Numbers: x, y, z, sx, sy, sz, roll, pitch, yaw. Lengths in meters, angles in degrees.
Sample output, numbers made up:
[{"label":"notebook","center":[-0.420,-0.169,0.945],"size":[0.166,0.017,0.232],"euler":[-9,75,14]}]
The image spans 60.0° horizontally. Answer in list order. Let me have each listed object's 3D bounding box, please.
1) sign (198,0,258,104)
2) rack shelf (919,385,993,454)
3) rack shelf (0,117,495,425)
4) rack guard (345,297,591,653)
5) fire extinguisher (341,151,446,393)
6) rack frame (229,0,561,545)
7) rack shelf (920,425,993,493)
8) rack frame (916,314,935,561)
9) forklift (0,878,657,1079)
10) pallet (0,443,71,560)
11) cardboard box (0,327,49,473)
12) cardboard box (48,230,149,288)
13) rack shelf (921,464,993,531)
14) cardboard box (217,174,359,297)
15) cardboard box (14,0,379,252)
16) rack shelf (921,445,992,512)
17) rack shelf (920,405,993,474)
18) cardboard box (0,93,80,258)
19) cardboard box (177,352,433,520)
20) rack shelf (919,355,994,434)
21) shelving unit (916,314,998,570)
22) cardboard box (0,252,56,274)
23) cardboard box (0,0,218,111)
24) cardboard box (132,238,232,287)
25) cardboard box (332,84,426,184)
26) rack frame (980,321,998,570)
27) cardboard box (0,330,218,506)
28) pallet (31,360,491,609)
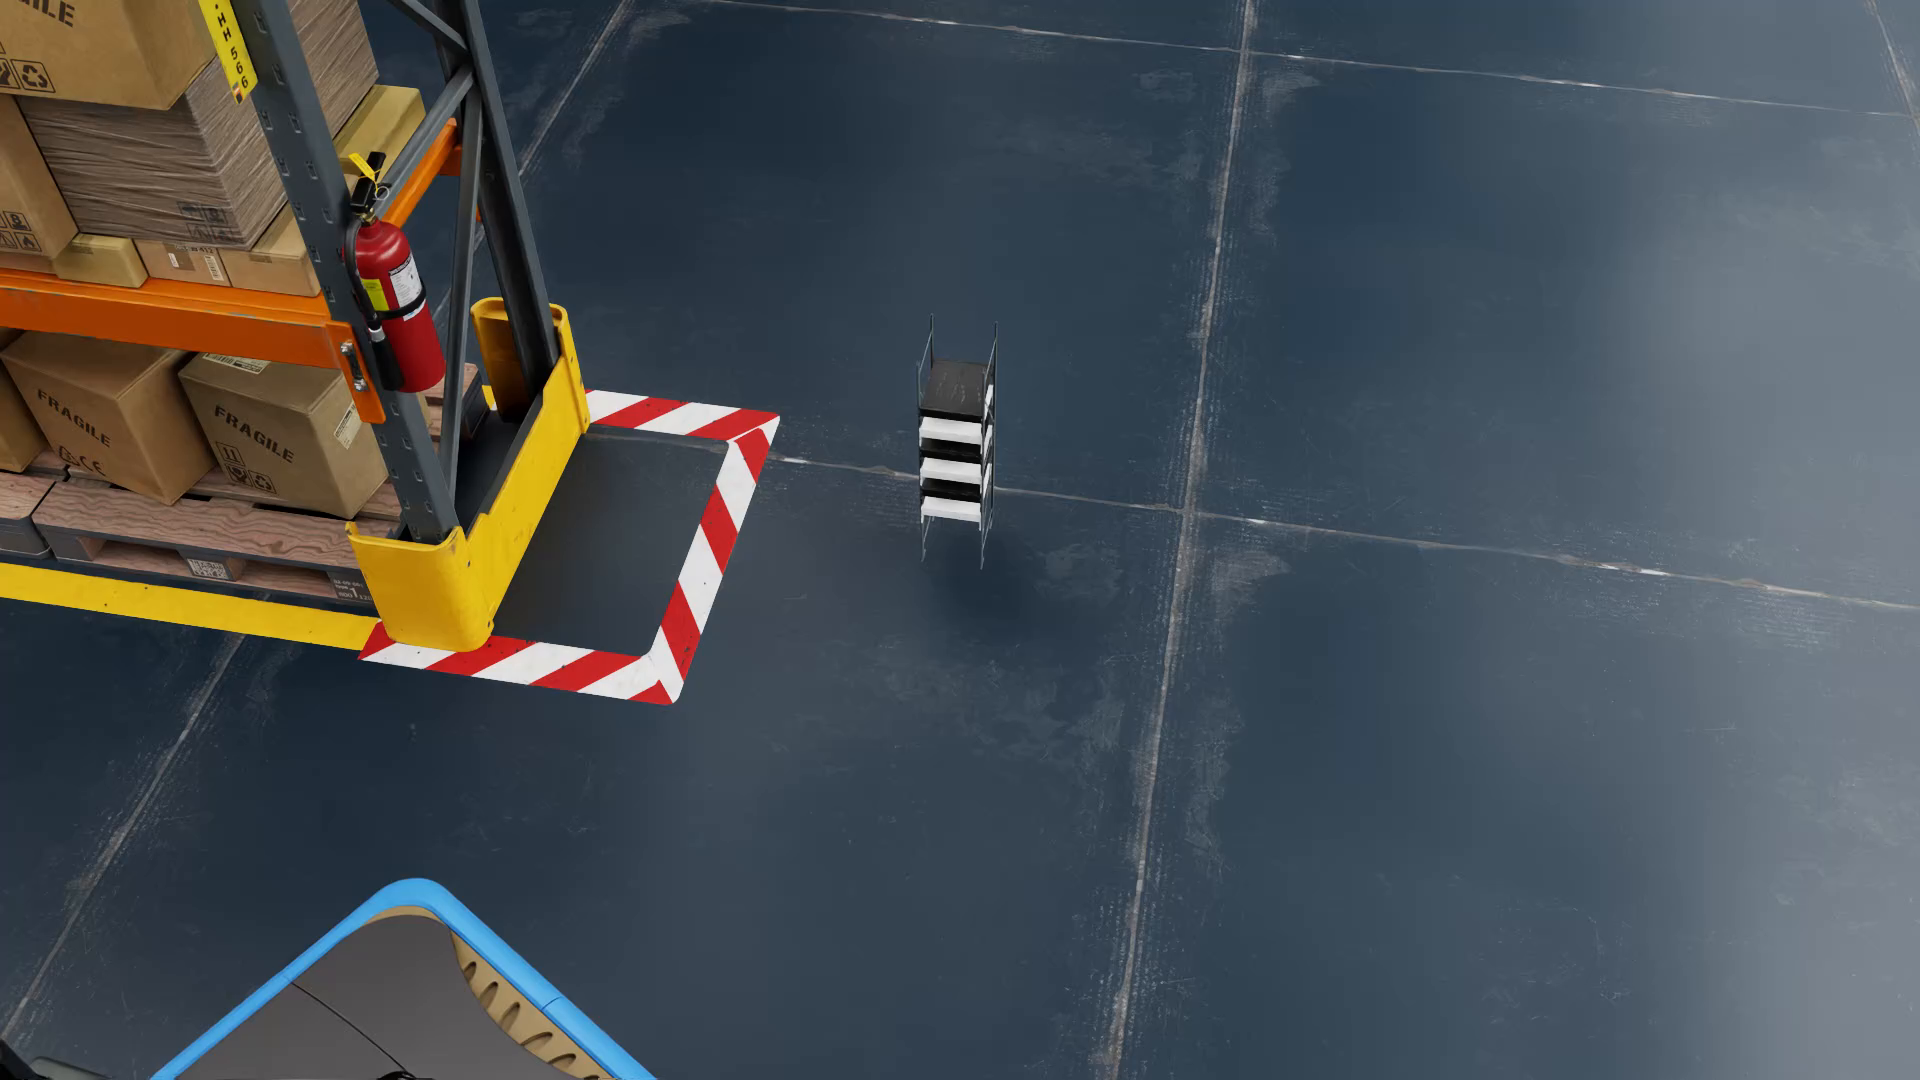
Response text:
[{"label":"sign","center":[-1.672,-1.158,3.783],"size":[0.005,0.325,0.100],"euler":[8,49,7]},{"label":"rack shelf","center":[-0.008,-0.400,5.307],"size":[0.200,0.077,0.258],"euler":[8,49,7]},{"label":"rack shelf","center":[-3.522,-1.093,5.199],"size":[4.000,0.370,1.077],"euler":[8,49,7]},{"label":"rack guard","center":[-1.628,-0.243,5.633],"size":[0.348,0.500,1.175],"euler":[8,49,7]},{"label":"fire extinguisher","center":[-1.523,-0.691,4.406],"size":[0.183,0.674,0.296],"euler":[8,49,7]},{"label":"rack frame","center":[-1.553,-1.069,4.694],"size":[0.127,3.000,1.000],"euler":[8,49,7]},{"label":"rack shelf","center":[-0.008,-0.280,5.441],"size":[0.200,0.077,0.258],"euler":[8,49,7]},{"label":"rack frame","center":[-0.108,-0.315,5.428],"size":[0.006,0.900,0.240],"euler":[8,49,7]},{"label":"forklift","center":[-1.794,1.528,2.407],"size":[1.130,2.935,3.031],"euler":[32,56,26]},{"label":"pallet","center":[-3.618,-0.443,6.006],"size":[1.213,0.211,1.003],"euler":[8,49,7]},{"label":"cardboard box","center":[-3.372,-0.619,5.688],"size":[0.500,0.500,0.500],"euler":[12,49,10]},{"label":"cardboard box","center":[-2.372,-0.900,4.711],"size":[0.250,0.149,0.380],"euler":[8,49,7]},{"label":"rack shelf","center":[-0.008,-0.159,5.575],"size":[0.200,0.077,0.258],"euler":[8,49,7]},{"label":"cardboard box","center":[-1.871,-0.871,4.685],"size":[0.250,0.149,0.380],"euler":[8,49,7]},{"label":"cardboard box","center":[-2.090,-1.295,4.629],"size":[0.500,0.500,0.875],"euler":[8,49,7]},{"label":"rack shelf","center":[-0.008,-0.219,5.508],"size":[0.200,0.077,0.258],"euler":[8,49,7]},{"label":"rack shelf","center":[-0.008,-0.340,5.374],"size":[0.200,0.077,0.258],"euler":[8,49,7]},{"label":"cardboard box","center":[-2.603,-1.273,4.610],"size":[0.500,0.500,0.875],"euler":[8,49,7]},{"label":"cardboard box","center":[-2.165,-0.469,5.553],"size":[0.500,0.500,0.500],"euler":[16,50,14]},{"label":"rack shelf","center":[-0.008,-0.460,5.240],"size":[0.200,0.077,0.258],"euler":[8,49,7]},{"label":"shelving unit","center":[-0.008,-0.302,5.416],"size":[0.210,0.900,0.258],"euler":[8,49,7]},{"label":"cardboard box","center":[-2.615,-0.945,4.751],"size":[0.250,0.149,0.380],"euler":[8,49,7]},{"label":"cardboard box","center":[-2.139,-1.428,4.077],"size":[0.500,0.500,0.500],"euler":[8,49,7]},{"label":"cardboard box","center":[-2.117,-0.905,4.715],"size":[0.250,0.149,0.380],"euler":[8,49,7]},{"label":"cardboard box","center":[-1.791,-1.197,4.978],"size":[0.250,0.149,0.380],"euler":[8,49,7]},{"label":"rack frame","center":[0.092,-0.288,5.404],"size":[0.006,0.900,0.240],"euler":[8,49,7]},{"label":"cardboard box","center":[-2.759,-0.523,5.601],"size":[0.500,0.500,0.500],"euler":[19,51,17]},{"label":"pallet","center":[-2.421,-0.280,5.860],"size":[1.213,0.211,1.003],"euler":[8,49,7]}]
